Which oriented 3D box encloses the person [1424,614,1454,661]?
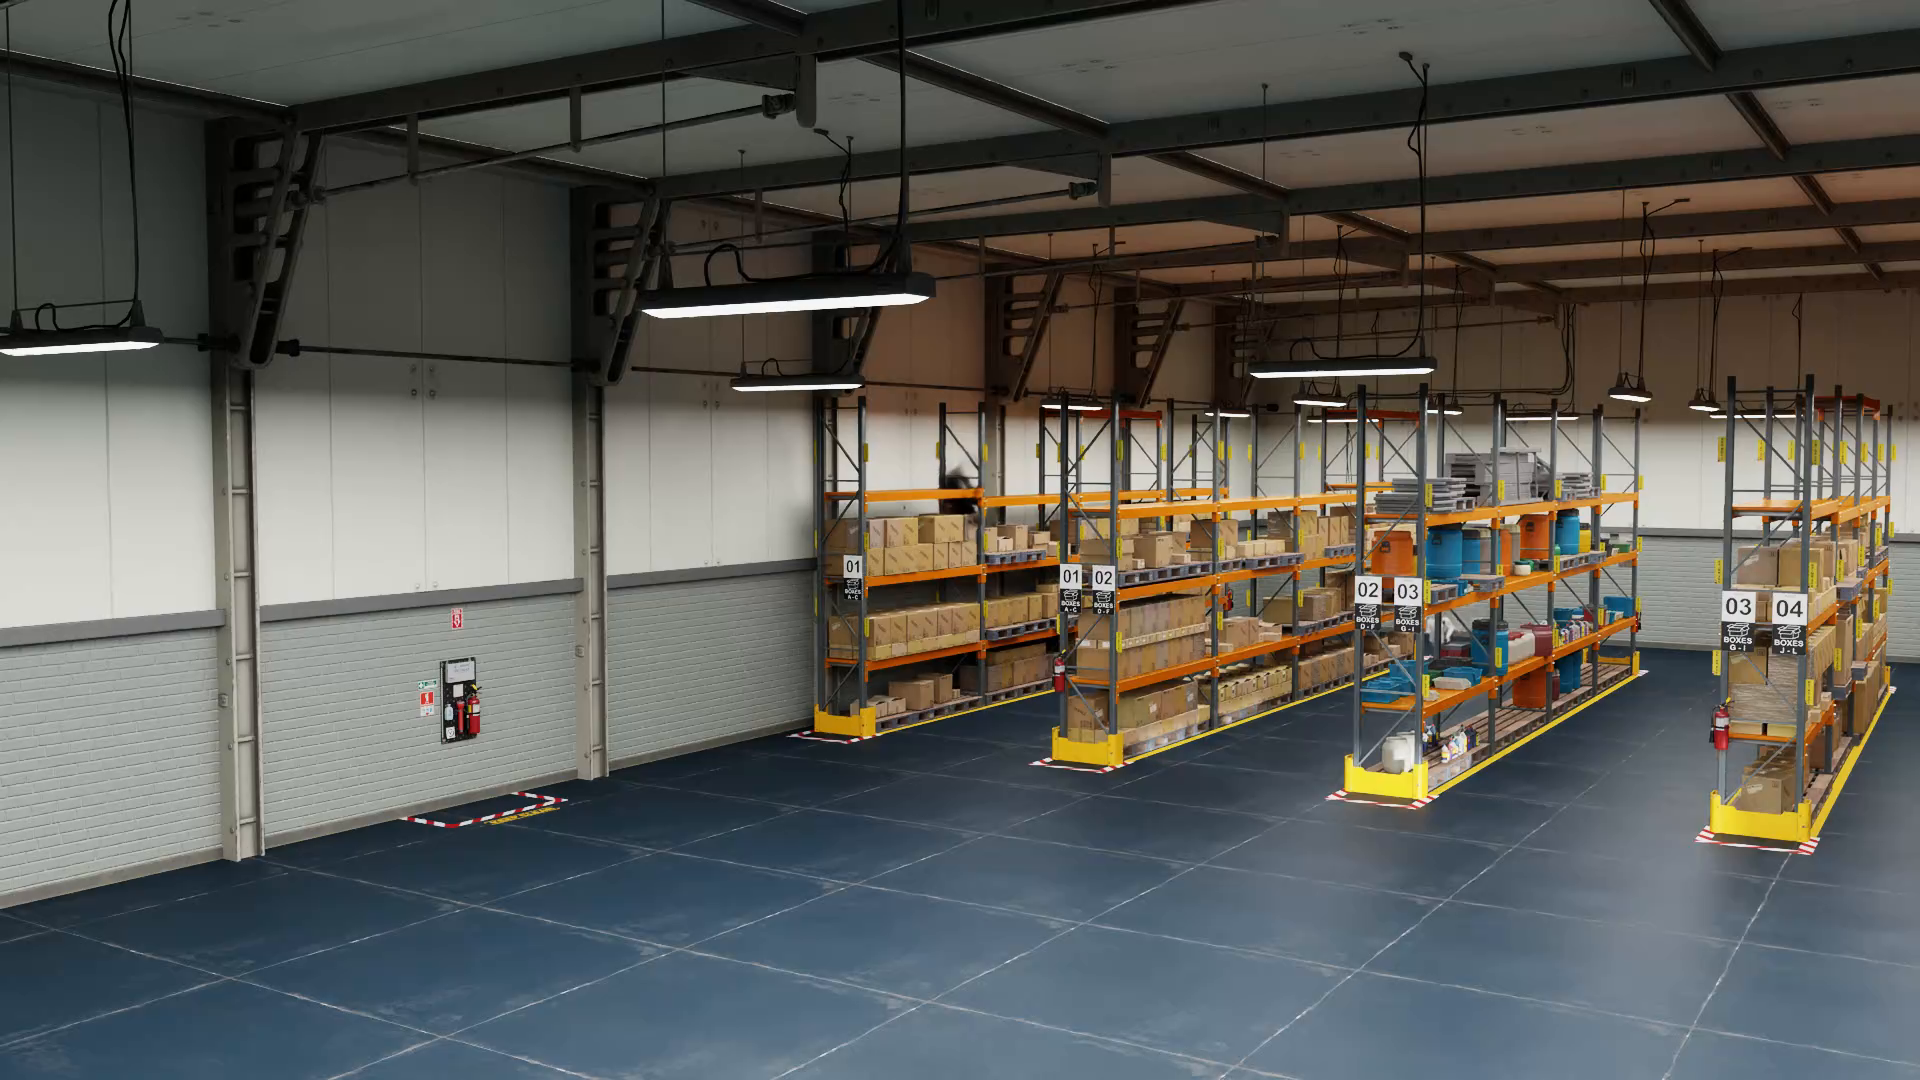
[{"bbox_3d":[10.378,2.268,36.123,0.594,1.754,0.756,2,3,29],"label":"person"}]
